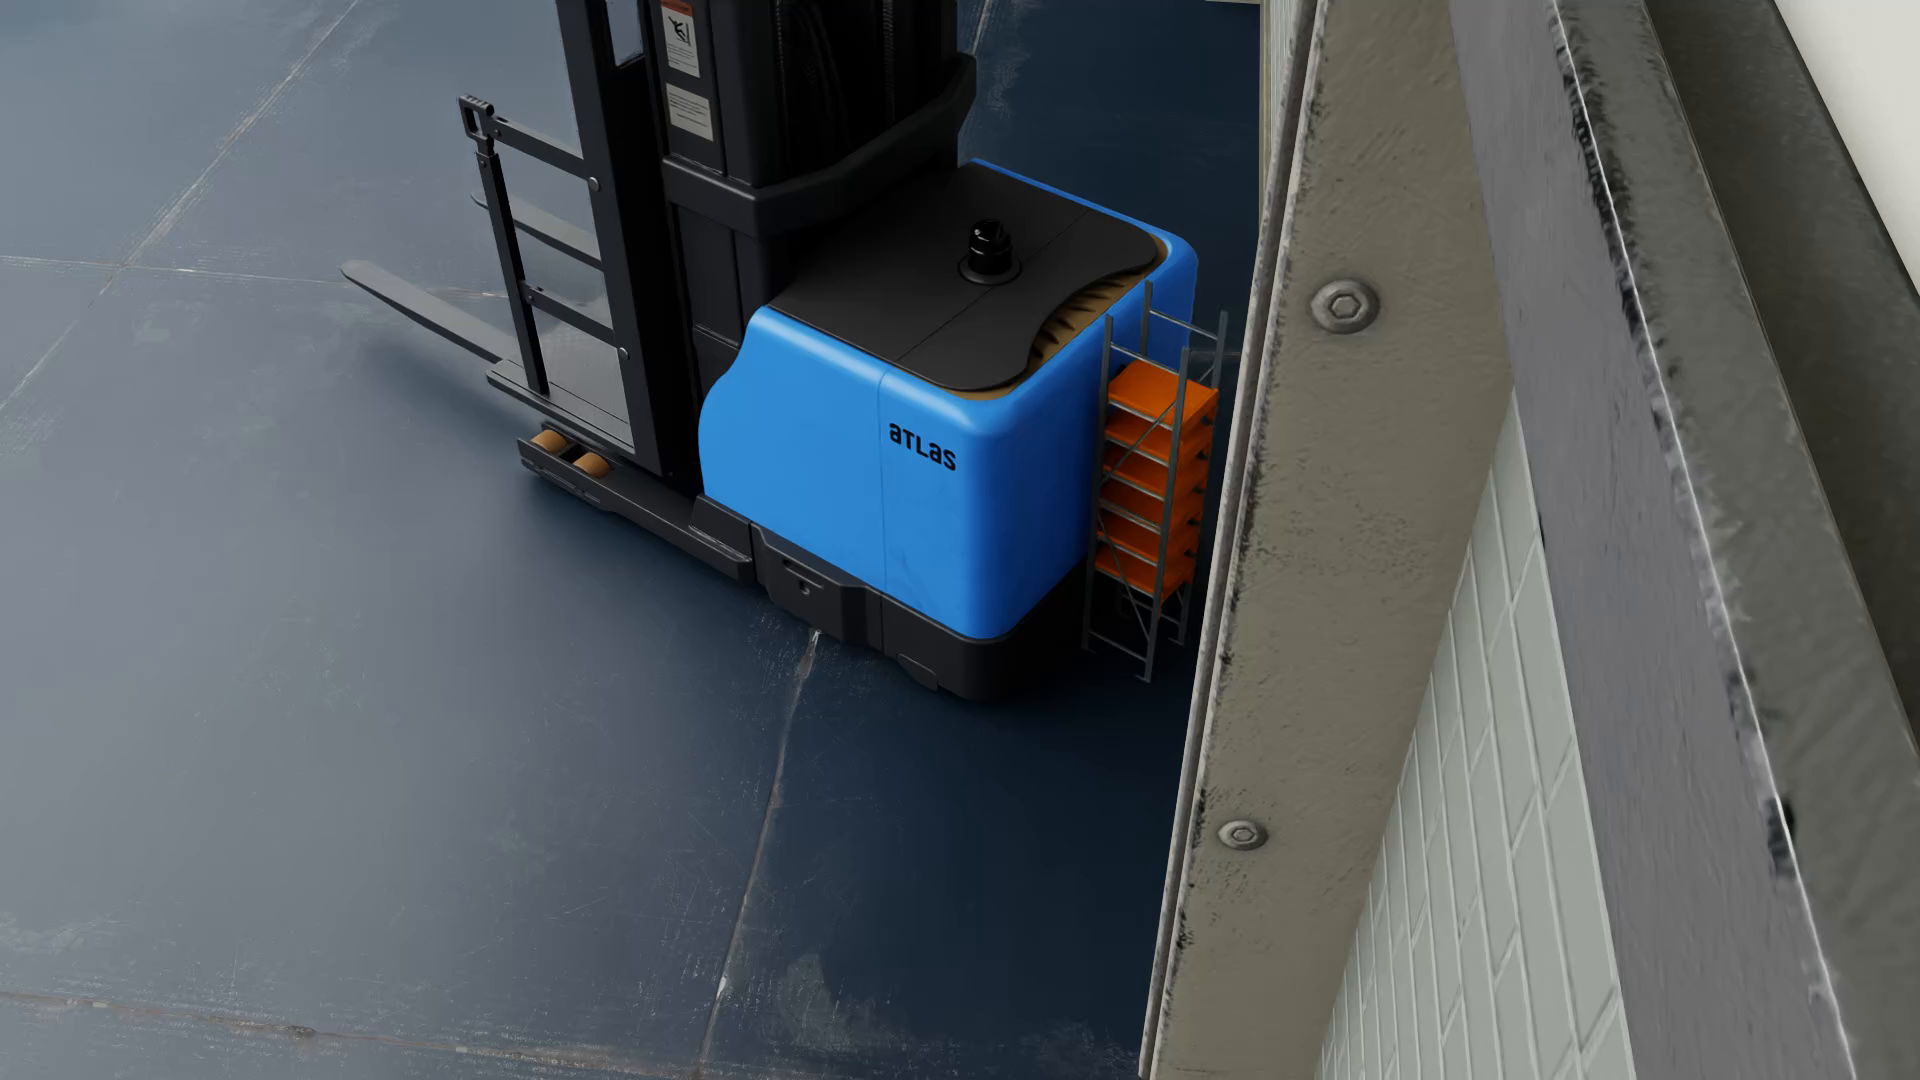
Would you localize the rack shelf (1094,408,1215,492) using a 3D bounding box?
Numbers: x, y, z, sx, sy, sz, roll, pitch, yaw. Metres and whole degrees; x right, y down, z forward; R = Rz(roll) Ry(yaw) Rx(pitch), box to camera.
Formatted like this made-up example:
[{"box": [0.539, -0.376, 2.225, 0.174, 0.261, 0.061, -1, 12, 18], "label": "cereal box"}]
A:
[{"box": [0.510, -0.263, 4.370, 0.258, 0.103, 0.180, 27, 50, 26], "label": "rack shelf"}]

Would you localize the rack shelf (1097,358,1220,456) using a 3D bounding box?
[{"box": [0.510, -0.350, 4.288, 0.258, 0.103, 0.180, 27, 50, 26], "label": "rack shelf"}]

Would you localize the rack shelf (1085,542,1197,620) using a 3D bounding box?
[{"box": [0.510, 0.086, 4.700, 0.258, 0.103, 0.180, 27, 50, 26], "label": "rack shelf"}]

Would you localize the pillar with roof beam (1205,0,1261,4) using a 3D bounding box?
[{"box": [-2.919, -6.372, 5.435, 9.100, 9.000, 0.400, 5, 44, 6], "label": "pillar with roof beam"}]

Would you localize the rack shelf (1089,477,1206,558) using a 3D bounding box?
[{"box": [0.510, -0.088, 4.535, 0.258, 0.103, 0.180, 27, 50, 26], "label": "rack shelf"}]

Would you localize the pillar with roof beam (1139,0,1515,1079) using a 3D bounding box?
[{"box": [-3.712, -2.283, 1.116, 9.100, 9.000, 0.400, 5, 44, 6], "label": "pillar with roof beam"}]

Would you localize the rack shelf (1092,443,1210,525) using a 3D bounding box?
[{"box": [0.510, -0.176, 4.453, 0.258, 0.103, 0.180, 27, 50, 26], "label": "rack shelf"}]

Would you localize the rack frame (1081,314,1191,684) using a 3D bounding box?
[{"box": [0.455, -0.070, 4.451, 0.240, 1.200, 0.006, 27, 50, 26], "label": "rack frame"}]

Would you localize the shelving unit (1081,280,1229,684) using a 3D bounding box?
[{"box": [0.510, -0.121, 4.505, 0.258, 1.200, 0.189, 27, 50, 26], "label": "shelving unit"}]

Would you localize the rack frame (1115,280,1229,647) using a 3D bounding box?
[{"box": [0.565, -0.171, 4.558, 0.240, 1.200, 0.006, 27, 50, 26], "label": "rack frame"}]

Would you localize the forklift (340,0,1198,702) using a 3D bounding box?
[{"box": [-0.814, -1.441, 4.640, 3.031, 2.935, 1.130, 27, 50, 26], "label": "forklift"}]

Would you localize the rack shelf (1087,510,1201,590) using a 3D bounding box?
[{"box": [0.510, -0.001, 4.618, 0.258, 0.103, 0.180, 27, 50, 26], "label": "rack shelf"}]
